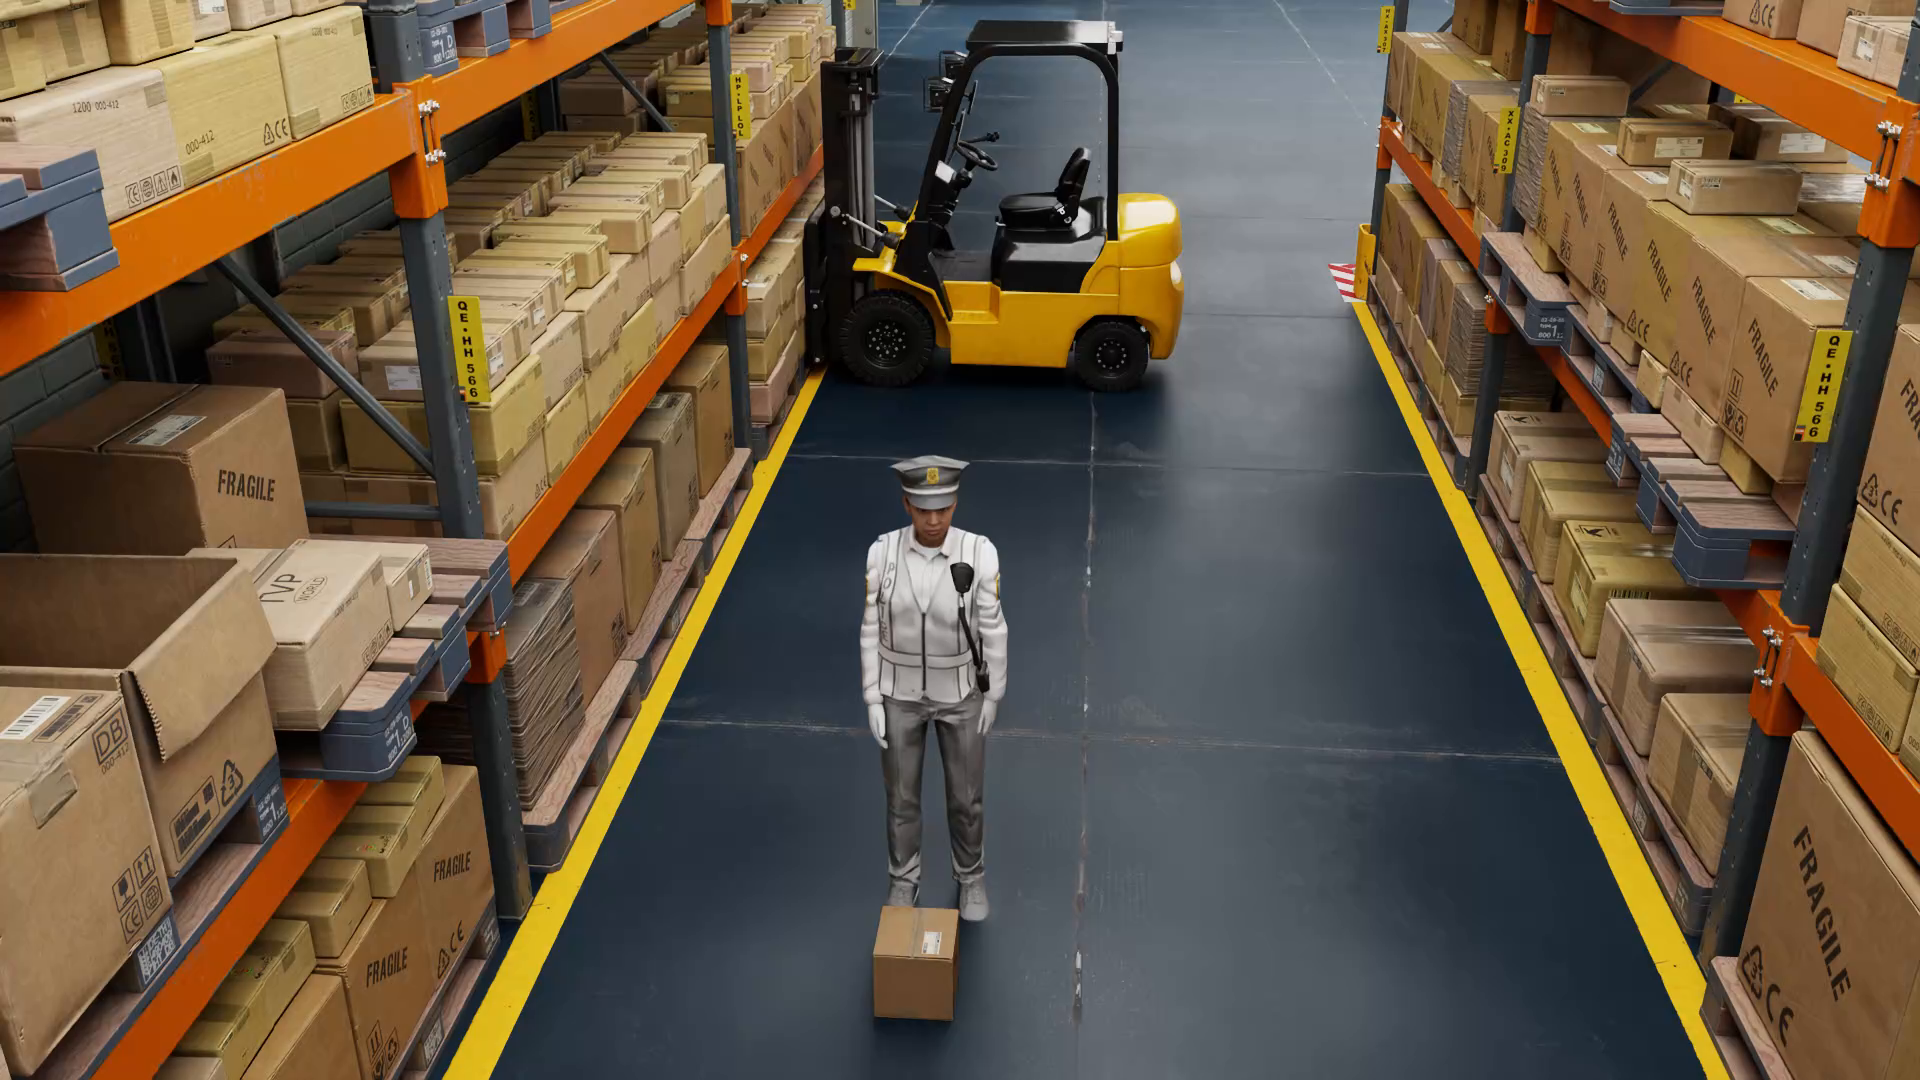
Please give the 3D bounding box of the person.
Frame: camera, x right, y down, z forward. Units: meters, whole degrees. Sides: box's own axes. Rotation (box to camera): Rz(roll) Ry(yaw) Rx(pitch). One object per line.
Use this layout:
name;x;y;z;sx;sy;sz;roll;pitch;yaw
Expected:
person;-0.090;0.542;5.458;0.478;1.736;0.375;2;25;5
